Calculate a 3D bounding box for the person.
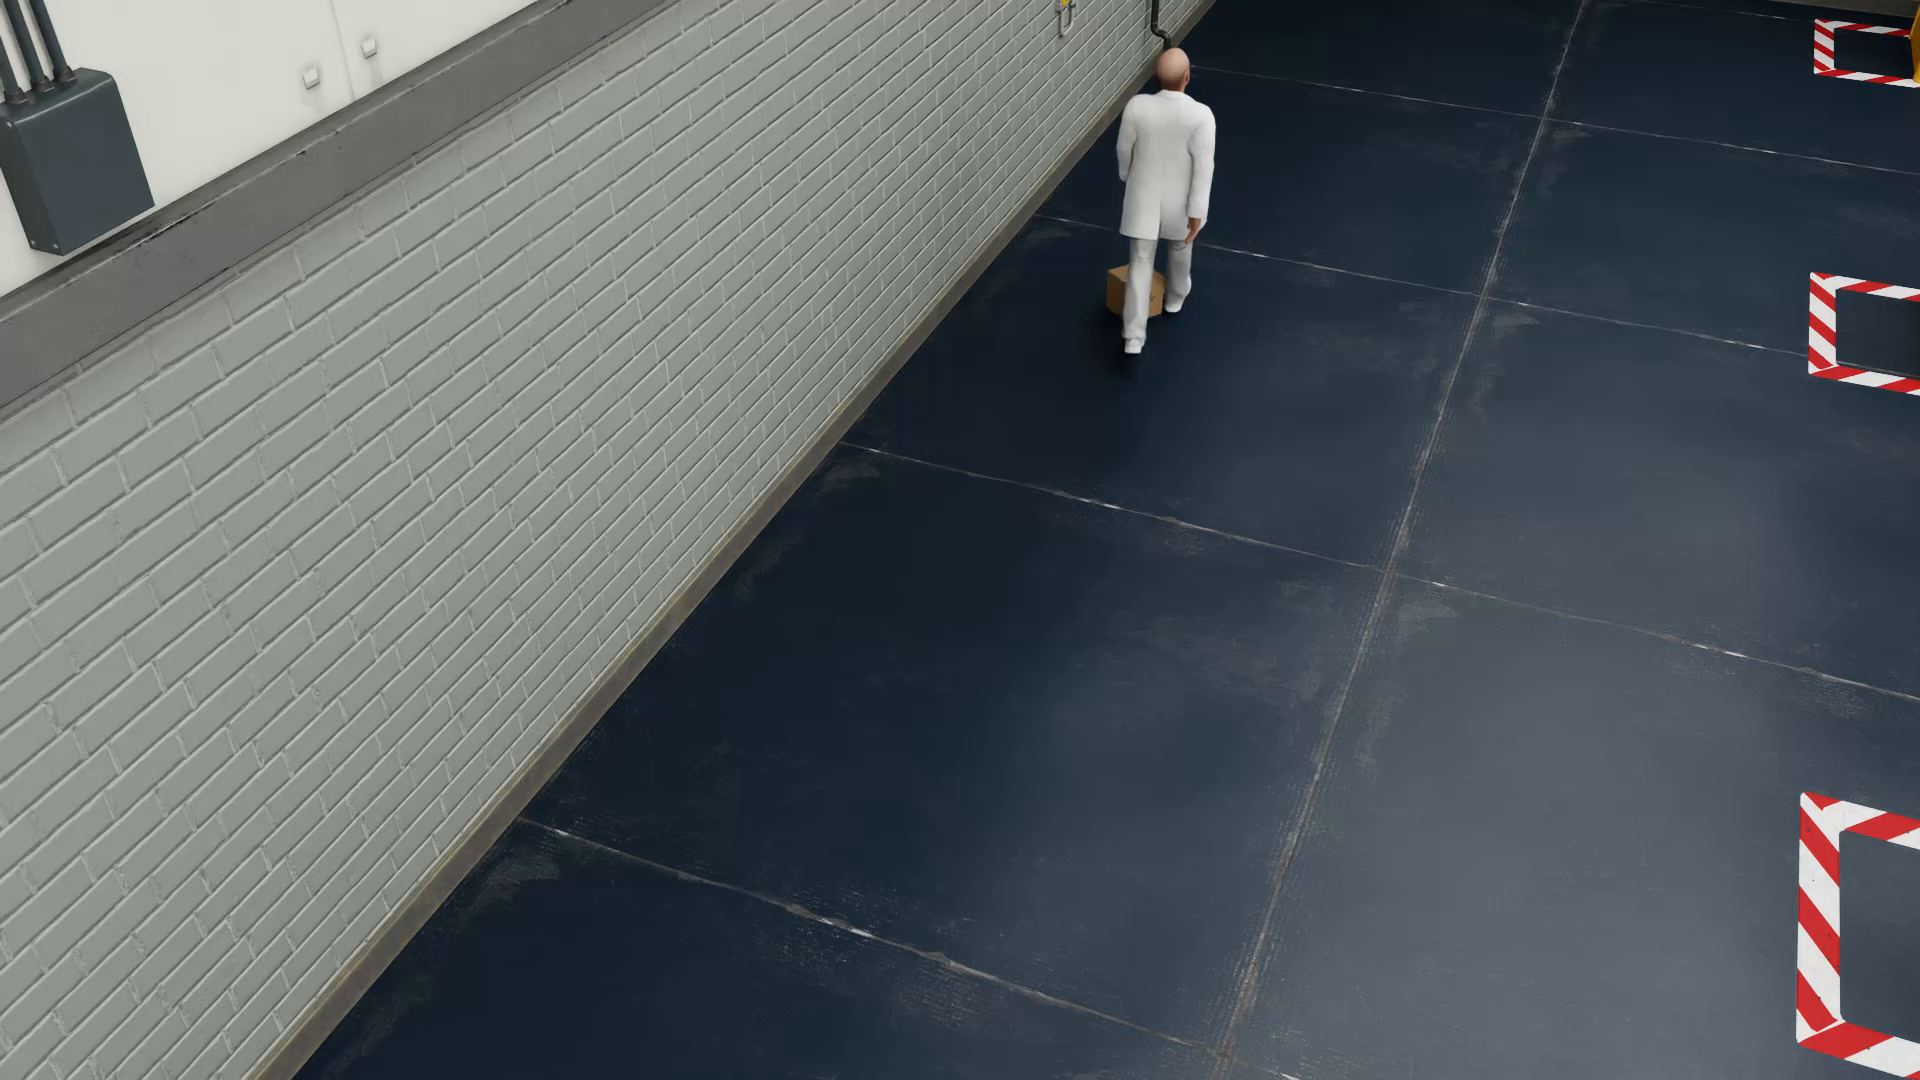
[{"bbox_3d":[1.153,-1.969,9.449,0.566,1.730,1.118,8,38,10],"label":"person"}]
